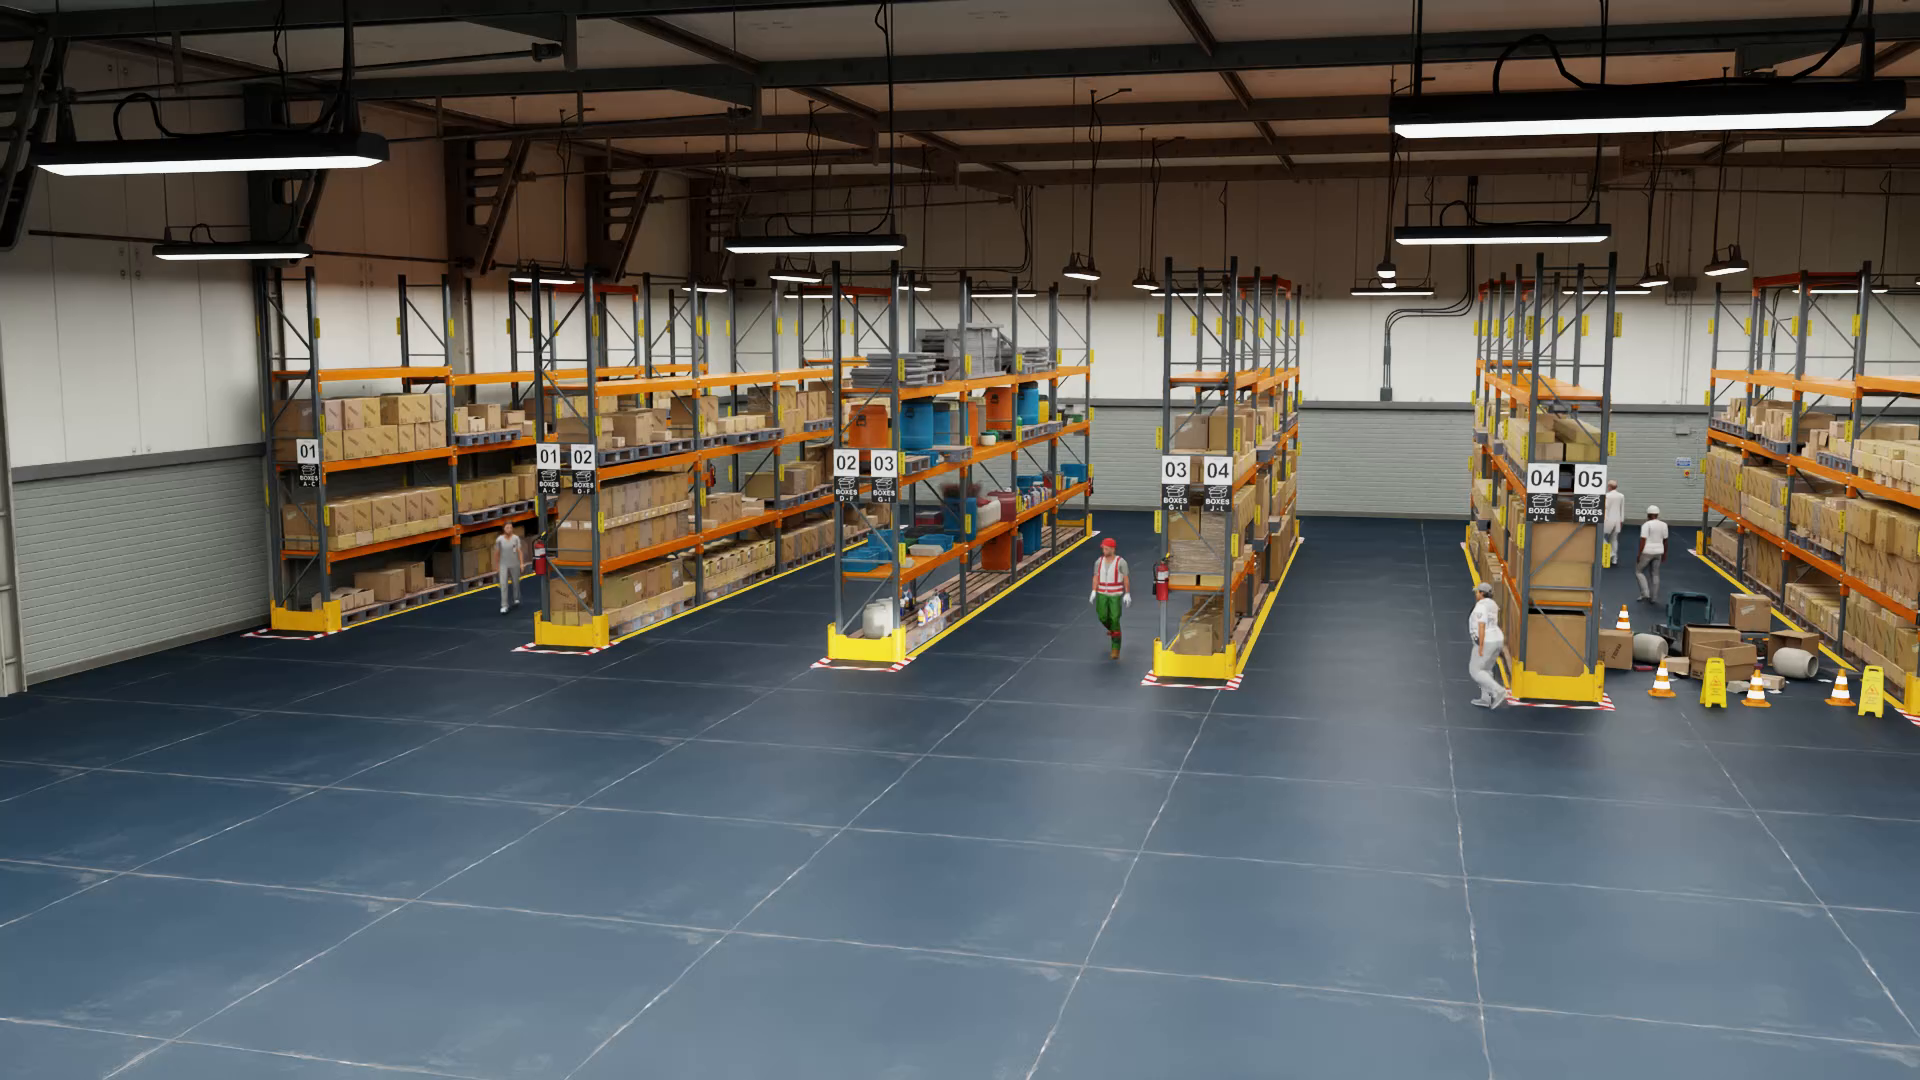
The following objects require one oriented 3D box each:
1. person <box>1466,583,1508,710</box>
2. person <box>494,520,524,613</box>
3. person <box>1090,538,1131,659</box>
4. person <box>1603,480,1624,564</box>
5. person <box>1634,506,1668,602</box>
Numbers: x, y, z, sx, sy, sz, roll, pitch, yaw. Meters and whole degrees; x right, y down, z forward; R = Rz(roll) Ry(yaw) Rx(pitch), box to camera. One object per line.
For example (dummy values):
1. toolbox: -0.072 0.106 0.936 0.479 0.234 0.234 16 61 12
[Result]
1. person: 7.013 1.401 22.004 0.650 1.641 0.530 7 10 43
2. person: -7.999 0.447 29.500 0.513 1.609 1.084 -1 7 -11
3. person: 2.267 0.882 25.565 0.601 1.789 0.654 4 8 31
4. person: 13.928 -0.382 35.505 0.638 1.779 0.539 -3 8 -23
5. person: 12.713 0.262 30.594 0.609 1.787 0.396 -2 7 -13
